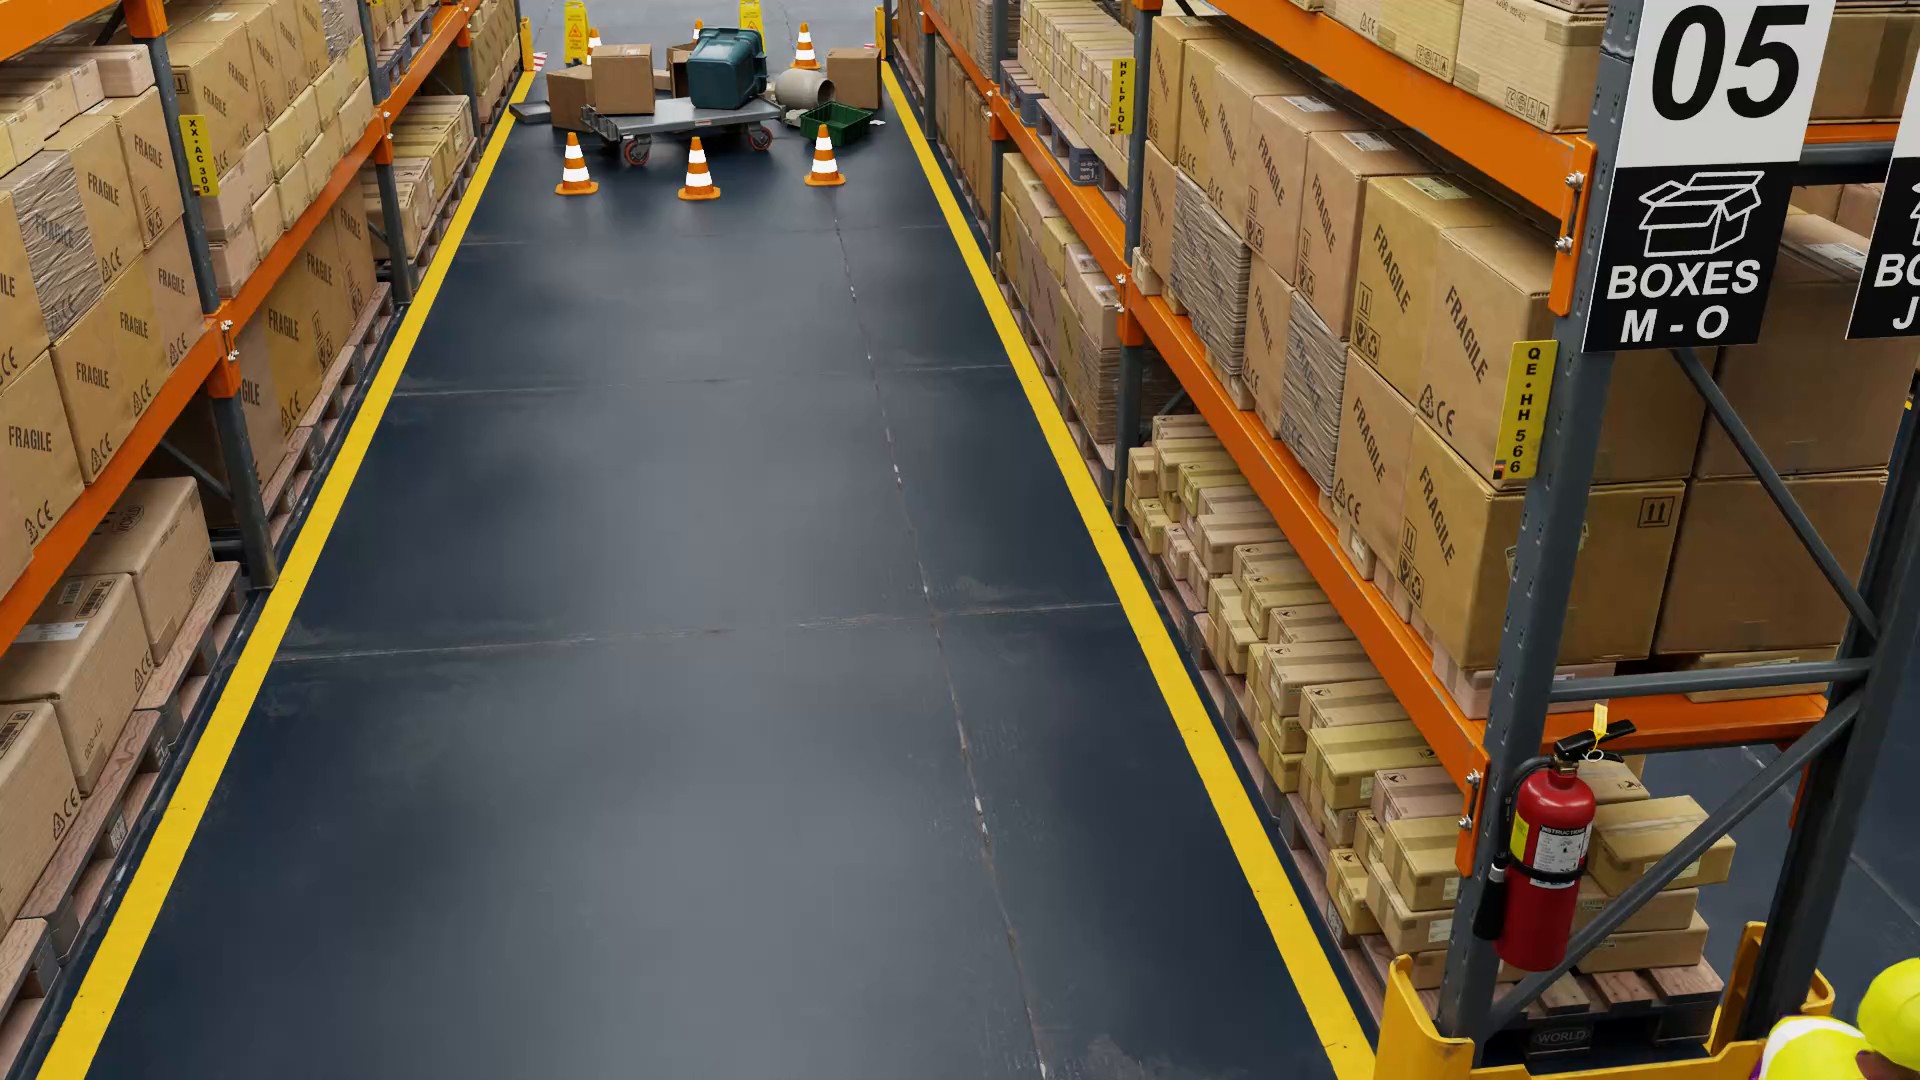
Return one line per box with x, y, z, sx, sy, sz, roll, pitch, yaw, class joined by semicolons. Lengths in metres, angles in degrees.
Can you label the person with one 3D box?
1.563;1.478;3.169;0.508;1.747;0.608;1;27;2;person
